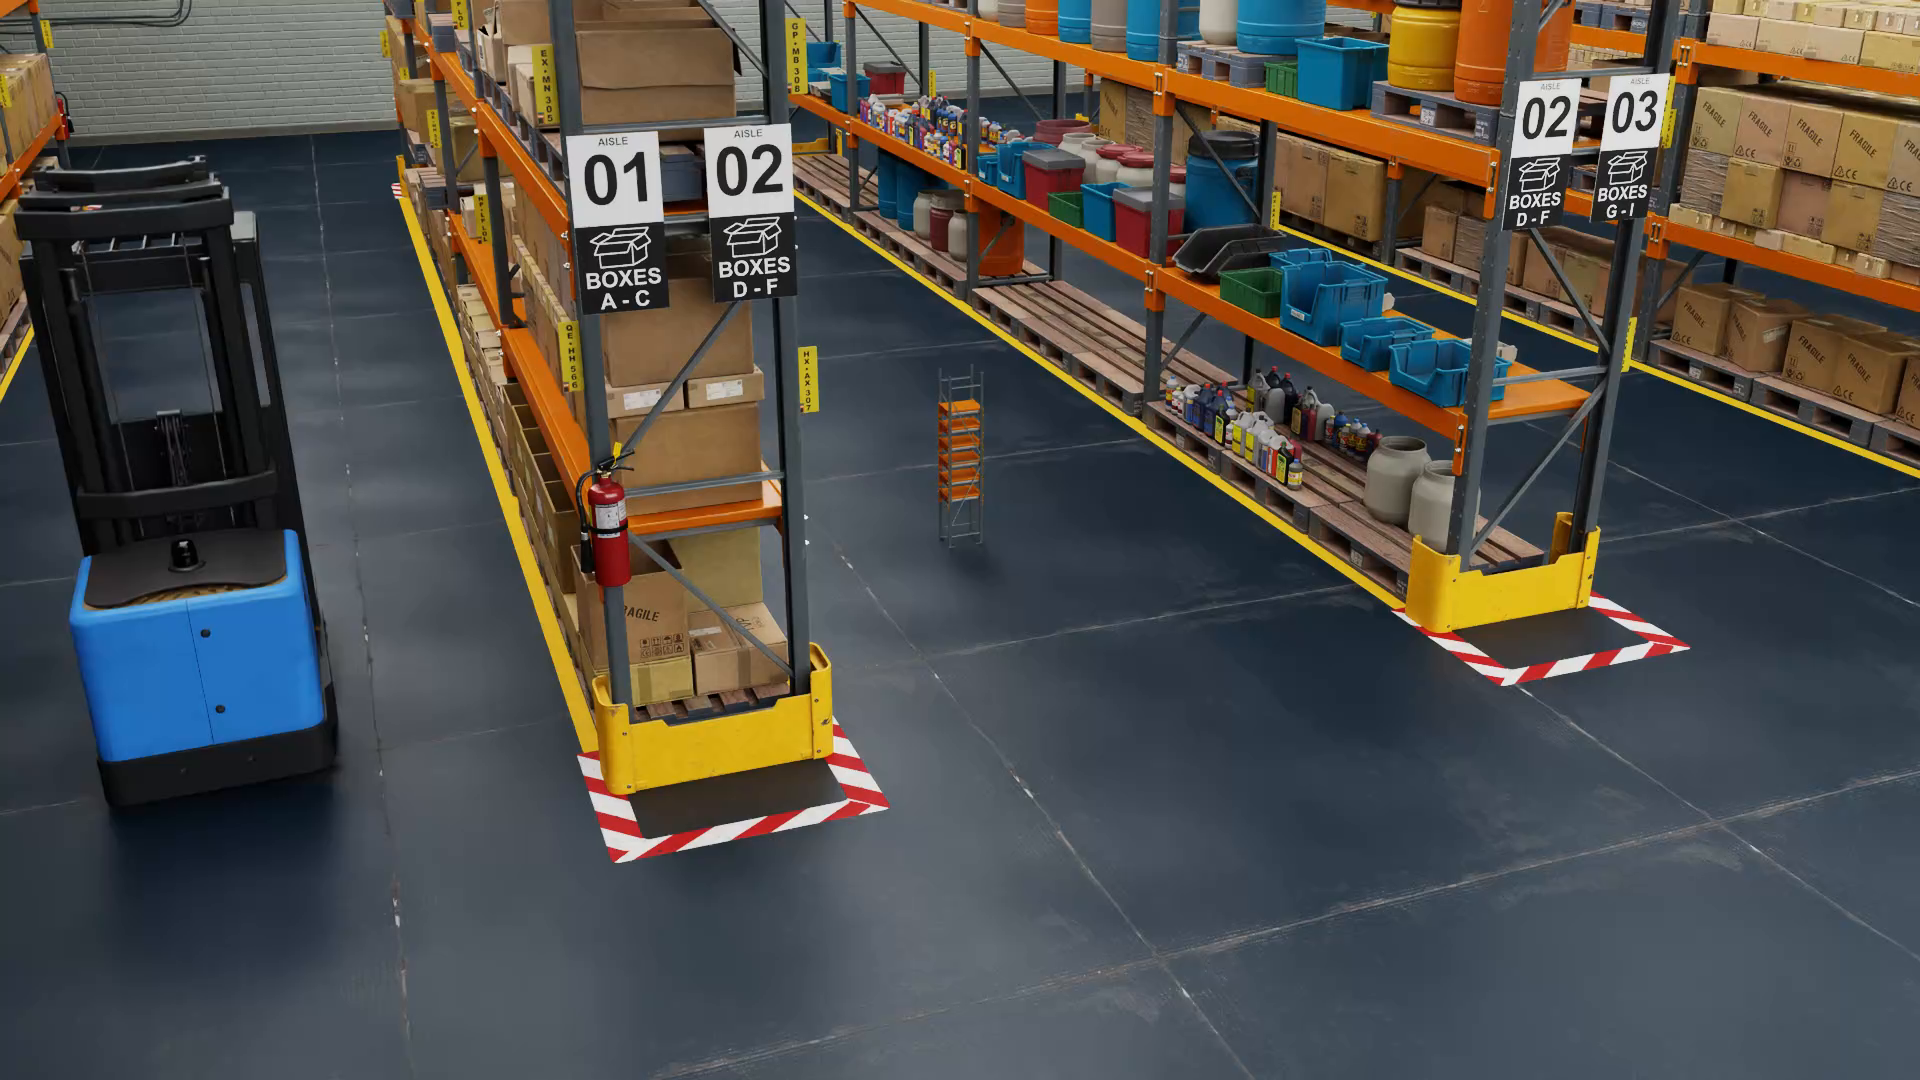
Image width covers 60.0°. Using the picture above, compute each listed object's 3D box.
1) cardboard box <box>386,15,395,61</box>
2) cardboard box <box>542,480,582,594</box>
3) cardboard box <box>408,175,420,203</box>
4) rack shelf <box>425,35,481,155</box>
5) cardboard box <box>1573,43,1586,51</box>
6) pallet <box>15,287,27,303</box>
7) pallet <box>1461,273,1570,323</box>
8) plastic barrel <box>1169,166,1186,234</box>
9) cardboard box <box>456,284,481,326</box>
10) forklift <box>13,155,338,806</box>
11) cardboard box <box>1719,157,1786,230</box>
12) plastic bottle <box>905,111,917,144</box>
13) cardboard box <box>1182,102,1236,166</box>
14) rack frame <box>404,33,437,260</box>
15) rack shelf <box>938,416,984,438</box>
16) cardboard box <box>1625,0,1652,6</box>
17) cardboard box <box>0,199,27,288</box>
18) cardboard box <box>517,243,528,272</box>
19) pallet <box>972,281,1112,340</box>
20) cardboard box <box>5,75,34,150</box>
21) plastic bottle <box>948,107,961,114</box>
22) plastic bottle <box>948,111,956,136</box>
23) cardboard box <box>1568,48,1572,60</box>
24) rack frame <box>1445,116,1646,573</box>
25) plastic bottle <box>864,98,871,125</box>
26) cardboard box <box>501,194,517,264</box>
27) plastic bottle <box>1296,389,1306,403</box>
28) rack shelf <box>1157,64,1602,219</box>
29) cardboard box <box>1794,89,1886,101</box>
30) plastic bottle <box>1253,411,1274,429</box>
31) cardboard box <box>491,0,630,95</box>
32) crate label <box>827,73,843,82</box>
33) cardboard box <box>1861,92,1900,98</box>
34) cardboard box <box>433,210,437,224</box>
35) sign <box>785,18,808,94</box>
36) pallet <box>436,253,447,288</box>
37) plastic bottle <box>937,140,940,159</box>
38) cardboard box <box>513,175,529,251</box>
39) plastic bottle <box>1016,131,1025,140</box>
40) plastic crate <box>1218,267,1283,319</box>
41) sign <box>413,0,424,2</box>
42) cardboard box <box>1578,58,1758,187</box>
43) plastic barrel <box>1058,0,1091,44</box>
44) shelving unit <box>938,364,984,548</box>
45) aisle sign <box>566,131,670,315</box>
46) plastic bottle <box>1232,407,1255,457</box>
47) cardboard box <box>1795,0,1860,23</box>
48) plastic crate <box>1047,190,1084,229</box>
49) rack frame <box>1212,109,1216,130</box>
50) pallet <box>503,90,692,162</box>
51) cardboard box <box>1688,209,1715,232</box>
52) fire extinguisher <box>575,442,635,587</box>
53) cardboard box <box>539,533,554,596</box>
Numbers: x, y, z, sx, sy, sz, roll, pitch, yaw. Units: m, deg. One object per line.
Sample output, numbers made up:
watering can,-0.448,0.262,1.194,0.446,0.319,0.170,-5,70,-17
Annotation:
cardboard box,-6.996,-6.384,21.118,0.500,0.500,0.500,-8,24,-17
cardboard box,-2.089,-0.048,9.537,0.500,0.500,0.500,-8,24,-19
cardboard box,-6.626,-4.410,20.826,0.500,0.250,0.500,-8,24,-19
rack shelf,-3.373,-3.492,12.737,1.077,0.370,4.000,-8,24,-19
cardboard box,8.353,-6.575,22.003,0.380,0.149,0.250,-8,24,-19
pallet,-9.783,-2.385,16.637,1.003,0.211,1.213,-8,24,-19
pallet,5.891,-2.514,16.943,1.003,0.211,1.213,-8,24,-19
plastic barrel,1.836,-2.833,13.935,0.433,0.535,0.433,0,23,0
cardboard box,-4.170,-2.122,14.700,0.500,0.311,0.500,-7,24,-17
forklift,-4.188,-0.608,8.919,1.130,2.935,3.031,-9,24,-20
cardboard box,6.847,-2.897,13.749,0.875,0.500,0.500,-8,24,-19
plastic bottle,-0.520,-4.506,18.143,0.144,0.351,0.185,-8,24,-19
cardboard box,3.618,-5.444,22.500,0.875,0.875,0.875,-8,24,-19
rack frame,-5.493,-4.621,18.352,1.000,3.000,0.127,-8,24,-19
rack shelf,0.005,-0.728,10.929,0.258,0.103,0.180,-8,24,-19
cardboard box,6.176,-4.914,14.817,0.396,0.266,0.258,-7,24,-17
cardboard box,-9.775,-2.925,16.554,0.750,0.750,0.750,-8,24,-18
cardboard box,-2.664,-1.844,10.799,0.380,0.149,0.250,-8,24,-18
pallet,0.793,-2.274,16.374,1.003,0.211,1.213,-8,24,-19
cardboard box,-10.555,-4.544,17.782,0.980,0.700,0.700,-9,24,-20
plastic bottle,-0.061,-4.779,18.885,0.152,0.276,0.135,-8,24,-19
plastic bottle,-0.090,-4.668,18.630,0.097,0.271,0.097,0,23,0
cardboard box,8.254,-6.538,22.299,0.380,0.149,0.250,-9,24,-20
rack frame,3.381,-0.939,9.616,1.000,3.000,0.127,-8,24,-19
plastic bottle,-1.080,-5.005,19.414,0.061,0.283,0.133,-8,24,-19
cardboard box,-3.286,-2.415,12.989,0.500,0.500,0.500,-8,24,-19
plastic bottle,2.630,-1.026,12.753,0.061,0.283,0.133,-7,24,-15
rack shelf,2.675,-2.717,10.898,1.077,0.370,4.000,-8,24,-19
cardboard box,7.196,-3.409,13.677,0.500,0.500,0.500,-8,24,-19
plastic bottle,2.212,-0.796,12.218,0.152,0.276,0.135,-8,24,-19
cardboard box,-2.203,-2.787,9.283,0.797,0.503,0.637,-6,24,-13
crate label,-1.603,-6.182,22.319,0.396,0.136,0.243,-8,24,-19
cardboard box,10.131,-4.648,18.286,0.500,0.500,0.500,-8,24,-19
cardboard box,-5.197,-3.445,17.248,0.500,0.250,0.500,-8,24,-19
sign,-0.733,-2.156,7.415,0.100,0.325,0.005,-8,24,-19
pallet,-5.170,-3.046,18.205,1.003,0.211,1.213,-8,24,-19
plastic bottle,-0.195,-4.077,17.318,0.097,0.201,0.097,0,23,0
cardboard box,-2.504,-2.198,10.804,0.700,0.500,0.500,-8,24,-19
plastic bottle,0.631,-4.120,17.312,0.061,0.283,0.133,-8,24,-19
plastic crate,2.184,-1.763,11.844,0.450,0.188,0.662,-8,24,-19
sign,-4.588,-4.715,14.046,0.100,0.325,0.005,-8,24,-19
cardboard box,6.452,-3.850,15.210,1.000,1.000,1.000,-8,24,-19
plastic barrel,1.124,-4.636,13.880,0.600,0.901,0.708,-8,24,-19
shelving unit,0.005,-0.548,11.005,0.258,1.200,0.189,-8,24,-19
aisle sign,-1.505,-1.395,7.350,0.394,0.787,0.004,-8,24,-19
plastic bottle,2.082,-0.801,12.134,0.144,0.351,0.185,-9,24,-19
cardboard box,6.789,-4.136,13.020,0.380,0.149,0.250,-8,24,-17
plastic crate,1.089,-2.889,14.515,0.450,0.188,0.662,-8,24,-19
rack frame,3.776,-5.979,21.574,1.000,3.000,0.127,-8,24,-19
pallet,-1.914,-2.307,9.113,1.003,0.211,1.213,-8,24,-19
cardboard box,6.473,-2.744,14.223,0.380,0.149,0.250,-8,24,-19
fire extinguisher,-1.647,-0.119,7.769,0.296,0.674,0.183,-8,24,-19
cardboard box,-2.261,0.115,10.115,0.500,0.250,0.500,-8,24,-19
